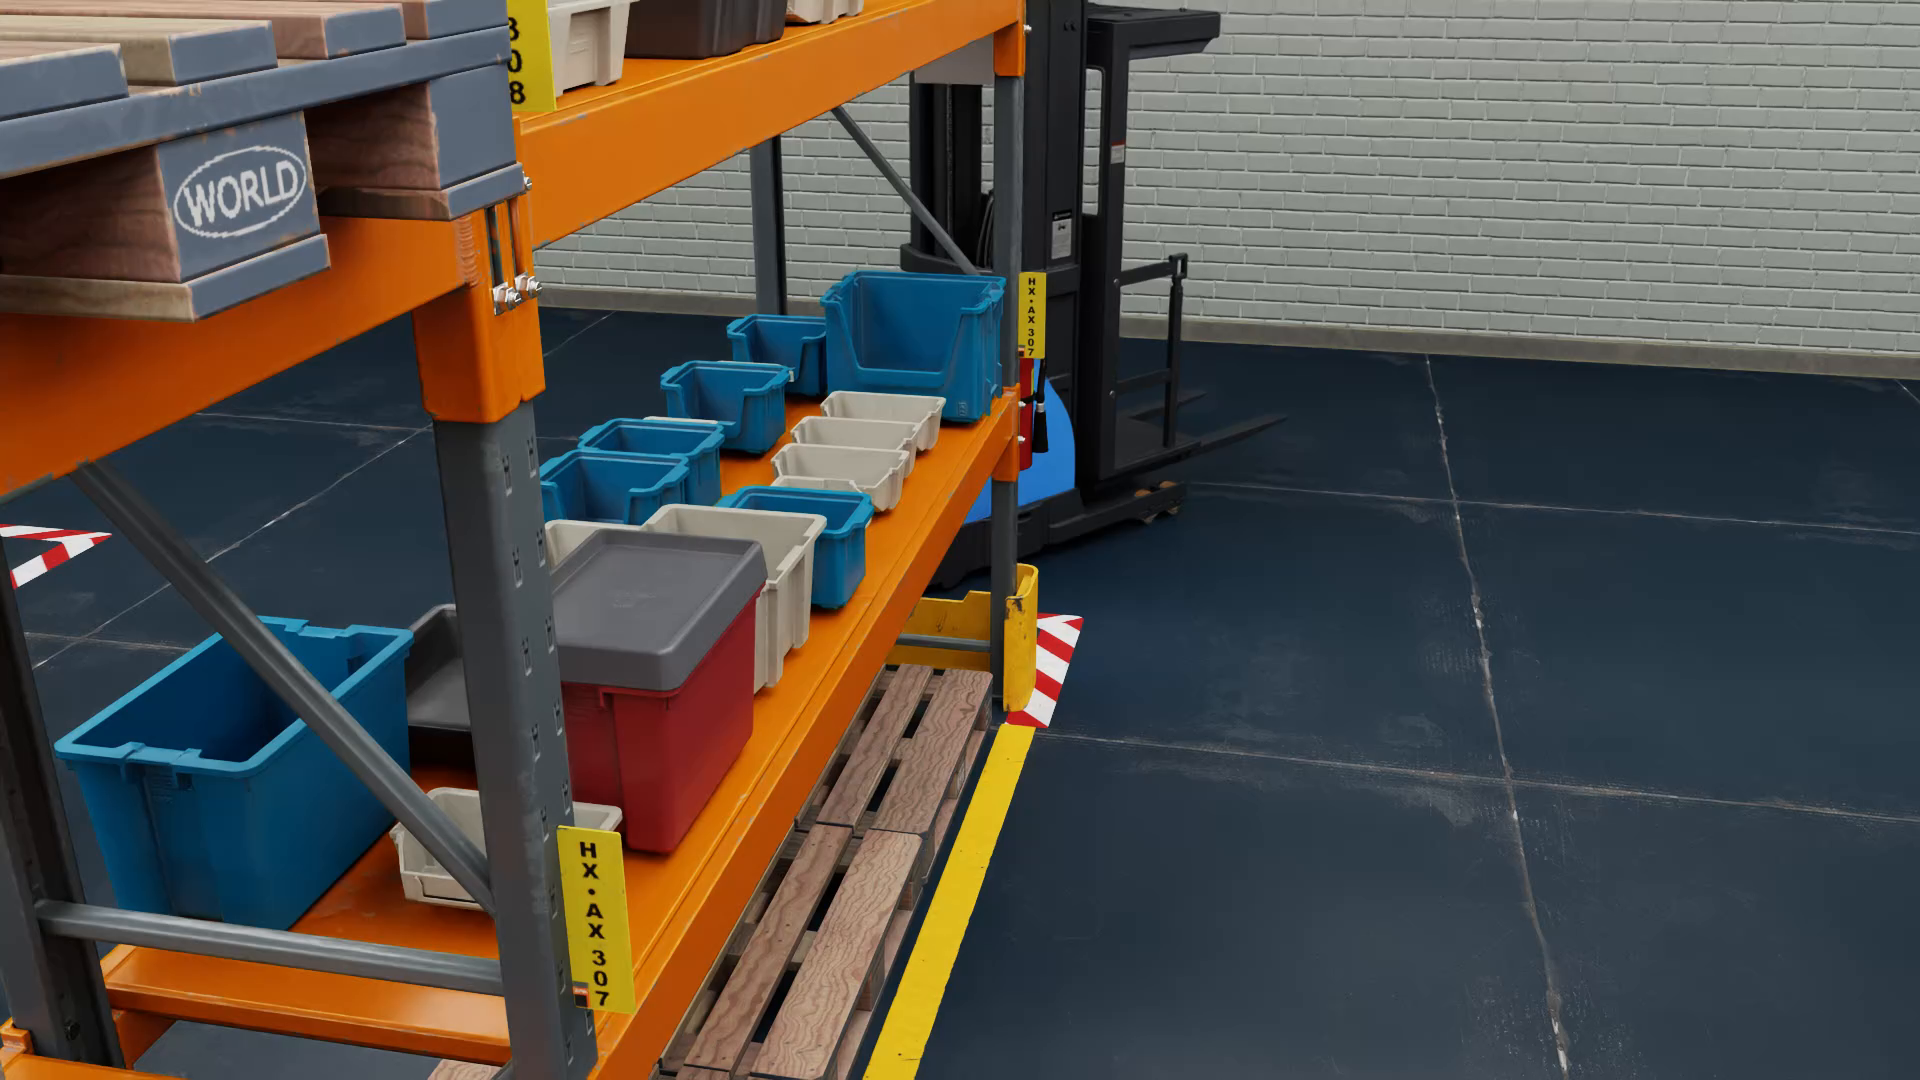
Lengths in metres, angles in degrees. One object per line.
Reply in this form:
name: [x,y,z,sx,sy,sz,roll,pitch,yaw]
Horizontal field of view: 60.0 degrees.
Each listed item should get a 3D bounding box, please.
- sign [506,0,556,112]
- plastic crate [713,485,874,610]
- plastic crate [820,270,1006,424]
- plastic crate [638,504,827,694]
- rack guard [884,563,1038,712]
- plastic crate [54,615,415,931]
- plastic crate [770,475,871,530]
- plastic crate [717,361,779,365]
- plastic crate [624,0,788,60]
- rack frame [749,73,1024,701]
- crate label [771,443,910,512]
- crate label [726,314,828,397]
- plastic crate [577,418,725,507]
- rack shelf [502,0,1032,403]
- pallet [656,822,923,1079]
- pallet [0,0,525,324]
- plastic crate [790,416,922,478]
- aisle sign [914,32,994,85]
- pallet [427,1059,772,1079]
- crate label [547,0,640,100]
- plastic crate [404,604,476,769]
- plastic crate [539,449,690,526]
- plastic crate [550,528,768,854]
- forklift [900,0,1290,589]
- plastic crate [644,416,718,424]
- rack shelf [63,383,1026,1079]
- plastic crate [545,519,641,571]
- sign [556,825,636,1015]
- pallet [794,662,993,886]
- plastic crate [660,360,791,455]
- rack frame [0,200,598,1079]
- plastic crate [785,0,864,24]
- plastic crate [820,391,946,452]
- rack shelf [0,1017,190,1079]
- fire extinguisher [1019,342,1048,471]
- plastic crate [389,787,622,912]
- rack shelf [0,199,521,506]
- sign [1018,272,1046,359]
sign: [-0.551,-0.687,2.016,0.100,0.325,0.005,4,22,11]
plastic crate: [-0.441,0.024,4.423,0.416,0.233,0.300,4,22,11]
plastic crate: [-0.159,-0.704,5.959,0.616,0.435,0.499,4,22,11]
plastic crate: [-0.598,0.149,4.047,0.437,0.282,0.530,4,22,11]
rack guard: [-0.281,0.353,6.808,1.175,0.500,0.348,4,22,11]
plastic crate: [-1.328,0.449,3.164,0.392,0.384,0.575,4,22,11]
plastic crate: [-0.411,-0.072,4.789,0.298,0.136,0.250,4,22,11]
plastic crate: [-0.792,-0.526,5.917,0.250,0.136,0.298,4,22,11]
plastic crate: [-0.568,-1.098,3.224,0.497,0.269,0.590,4,22,11]
rack frame: [-0.273,-0.797,6.316,1.000,3.000,0.127,4,22,11]
crate label: [-0.369,-0.181,5.062,0.396,0.136,0.243,4,22,11]
crate label: [-0.646,-0.682,6.175,0.416,0.233,0.303,4,22,11]
plastic crate: [-0.915,-0.200,4.979,0.416,0.233,0.300,4,22,11]
rack shelf: [-0.681,-1.123,4.074,1.077,0.370,4.000,4,22,11]
pallet: [-0.731,1.240,4.991,1.003,0.211,1.213,4,22,11]
pallet: [-1.154,-0.343,1.429,1.213,0.211,1.003,4,22,11]
plastic crate: [-0.336,-0.285,5.319,0.396,0.136,0.243,4,22,11]
aisle sign: [0.028,-2.006,5.841,0.394,0.787,0.004,4,22,11]
pallet: [-0.977,1.688,3.880,1.003,0.211,1.213,4,22,11]
crate label: [-0.707,-0.760,2.563,0.293,0.136,0.466,4,22,11]
plastic crate: [-1.124,0.336,3.791,0.437,0.125,0.590,4,22,11]
plastic crate: [-0.976,-0.090,4.706,0.416,0.233,0.300,4,22,11]
plastic crate: [-0.662,0.301,3.424,0.402,0.464,0.583,4,22,11]
forklift: [0.552,-1.580,8.353,3.031,2.935,1.130,-19,29,-39]
plastic crate: [-0.931,-0.278,5.301,0.250,0.136,0.298,4,22,11]
rack shelf: [-0.681,0.269,4.635,1.077,0.370,4.000,4,22,11]
plastic crate: [-1.028,0.101,4.360,0.293,0.136,0.466,4,22,11]
sign: [-0.551,0.581,2.527,0.100,0.325,0.005,4,22,11]
pallet: [-0.480,0.796,6.096,1.003,0.211,1.213,4,22,11]
plastic crate: [-0.780,-0.441,5.577,0.416,0.233,0.300,4,22,11]
rack frame: [-1.086,0.667,2.683,0.949,2.616,0.053,4,22,11]
plastic crate: [-0.452,-1.291,3.882,0.437,0.136,0.530,4,22,11]
plastic crate: [-0.262,-0.390,5.580,0.396,0.136,0.243,4,22,11]
rack shelf: [-1.498,1.731,1.002,1.077,0.370,4.000,4,22,11]
fire extinguisher: [0.202,-0.608,6.451,0.296,0.674,0.183,4,22,11]
plastic crate: [-0.855,0.601,3.118,0.396,0.136,0.243,4,22,11]
rack shelf: [-1.498,0.340,0.442,1.077,0.370,4.000,4,22,11]
sign: [0.269,-0.836,6.196,0.100,0.325,0.005,4,22,11]
